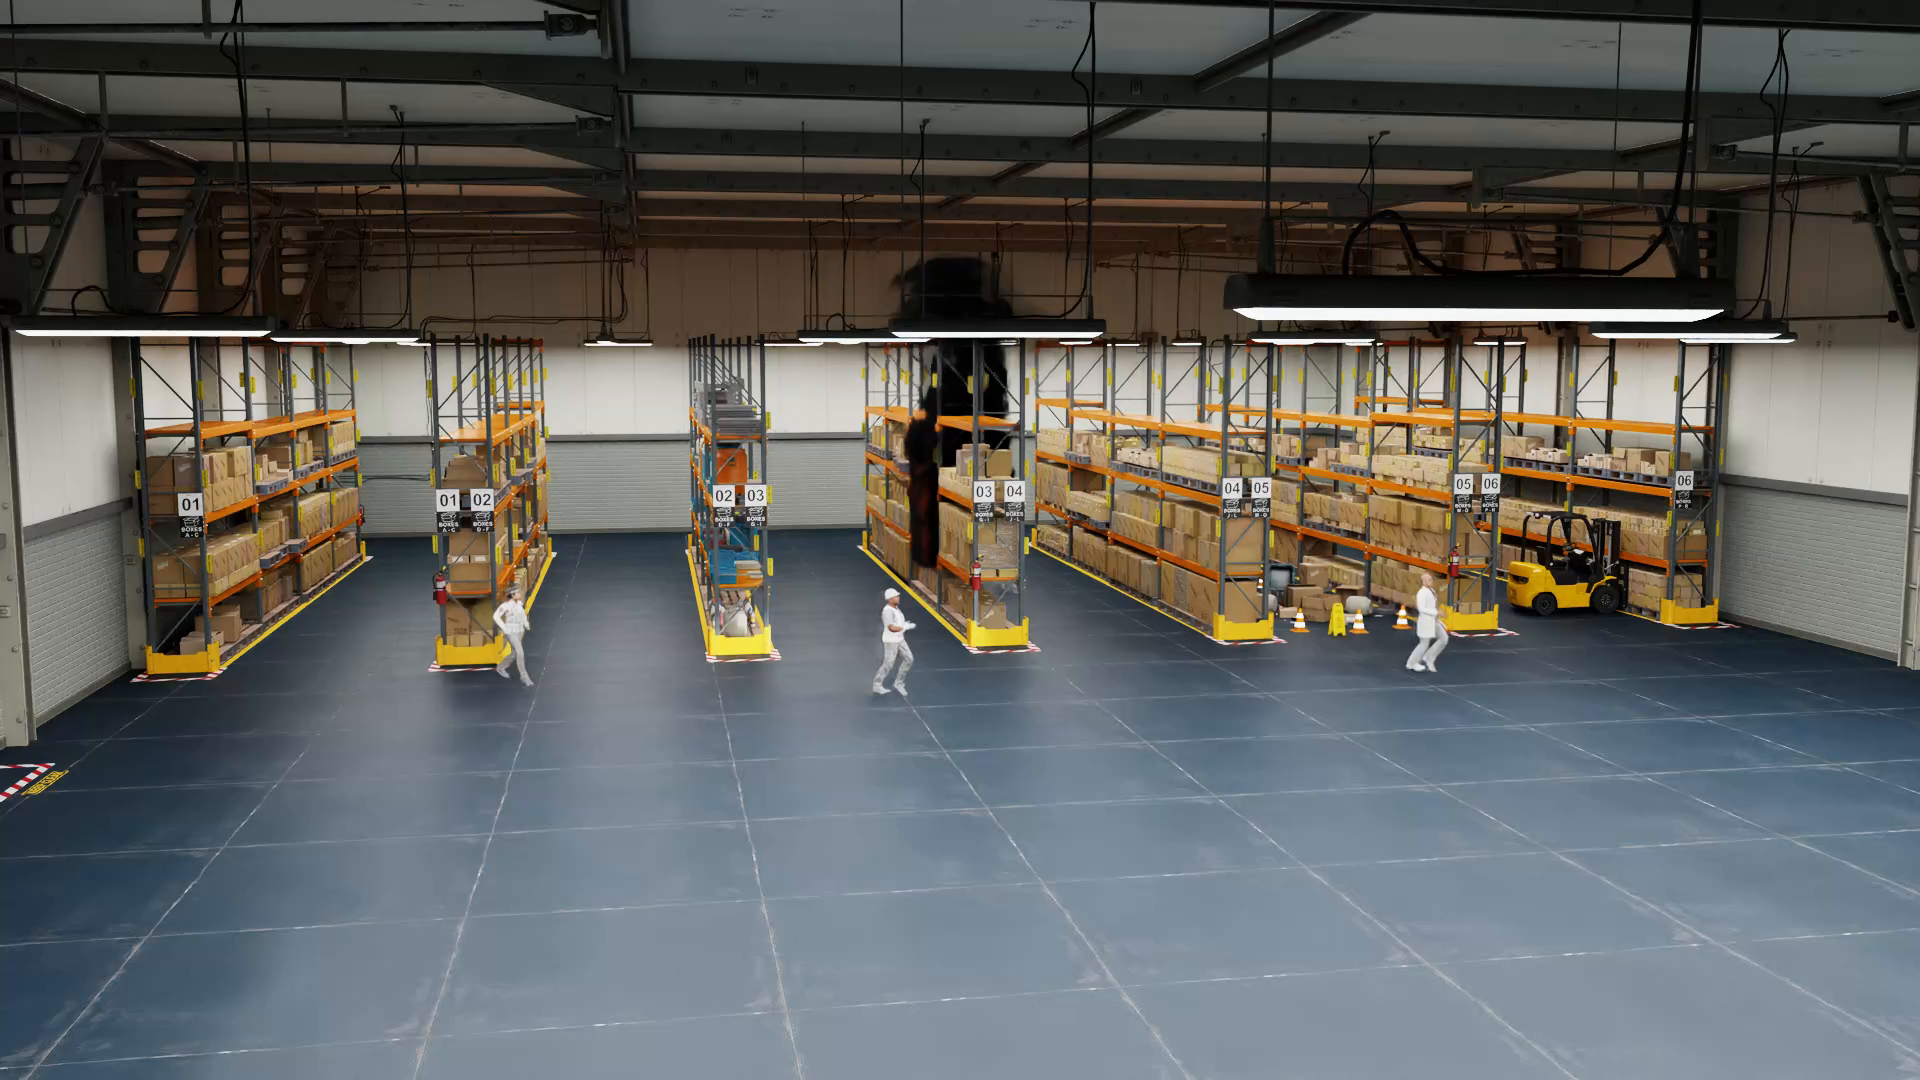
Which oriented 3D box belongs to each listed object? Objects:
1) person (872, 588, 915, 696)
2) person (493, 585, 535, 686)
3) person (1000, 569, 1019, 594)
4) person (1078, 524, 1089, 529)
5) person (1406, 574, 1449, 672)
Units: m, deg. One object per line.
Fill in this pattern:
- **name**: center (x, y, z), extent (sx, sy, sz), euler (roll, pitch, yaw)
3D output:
- **person**: center (-1.079, 1.703, 27.439), extent (0.744, 1.825, 0.656), euler (2, 7, 16)
- **person**: center (-7.663, 1.628, 28.560), extent (0.893, 1.716, 0.591), euler (3, 7, 25)
- **person**: center (1.176, 0.351, 39.361), extent (0.678, 1.860, 0.797), euler (-2, 7, -15)
- **person**: center (3.676, -0.746, 49.463), extent (0.567, 1.601, 0.599), euler (6, 9, 41)
- **person**: center (8.339, 1.478, 29.596), extent (0.741, 1.770, 0.719), euler (5, 8, 38)
